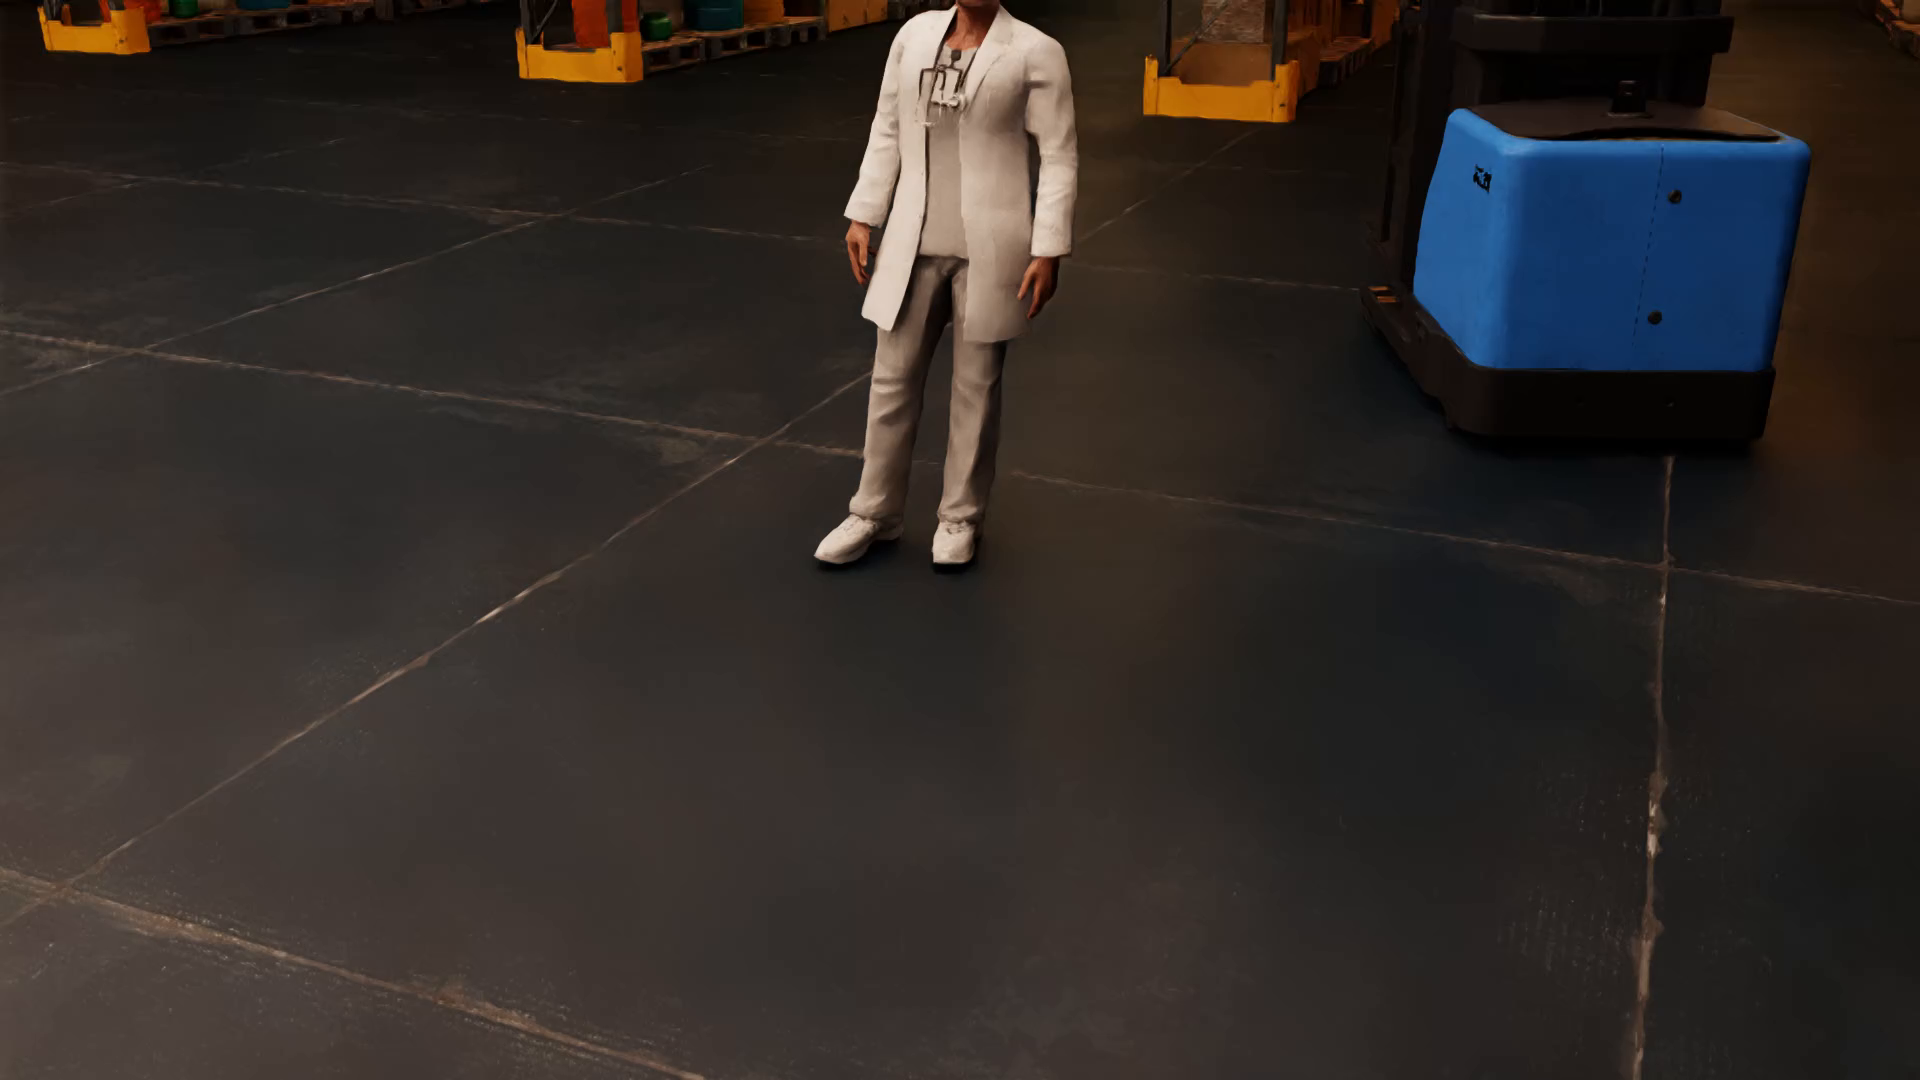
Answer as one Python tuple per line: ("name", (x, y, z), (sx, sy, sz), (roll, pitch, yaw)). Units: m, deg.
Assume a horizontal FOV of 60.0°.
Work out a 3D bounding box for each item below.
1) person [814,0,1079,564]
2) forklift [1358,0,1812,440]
("person", (-0.039, -0.795, 4.671), (0.694, 1.776, 0.579), (9, 24, 21))
("forklift", (2.340, -2.221, 6.606), (1.130, 2.935, 3.031), (1, 23, 2))
